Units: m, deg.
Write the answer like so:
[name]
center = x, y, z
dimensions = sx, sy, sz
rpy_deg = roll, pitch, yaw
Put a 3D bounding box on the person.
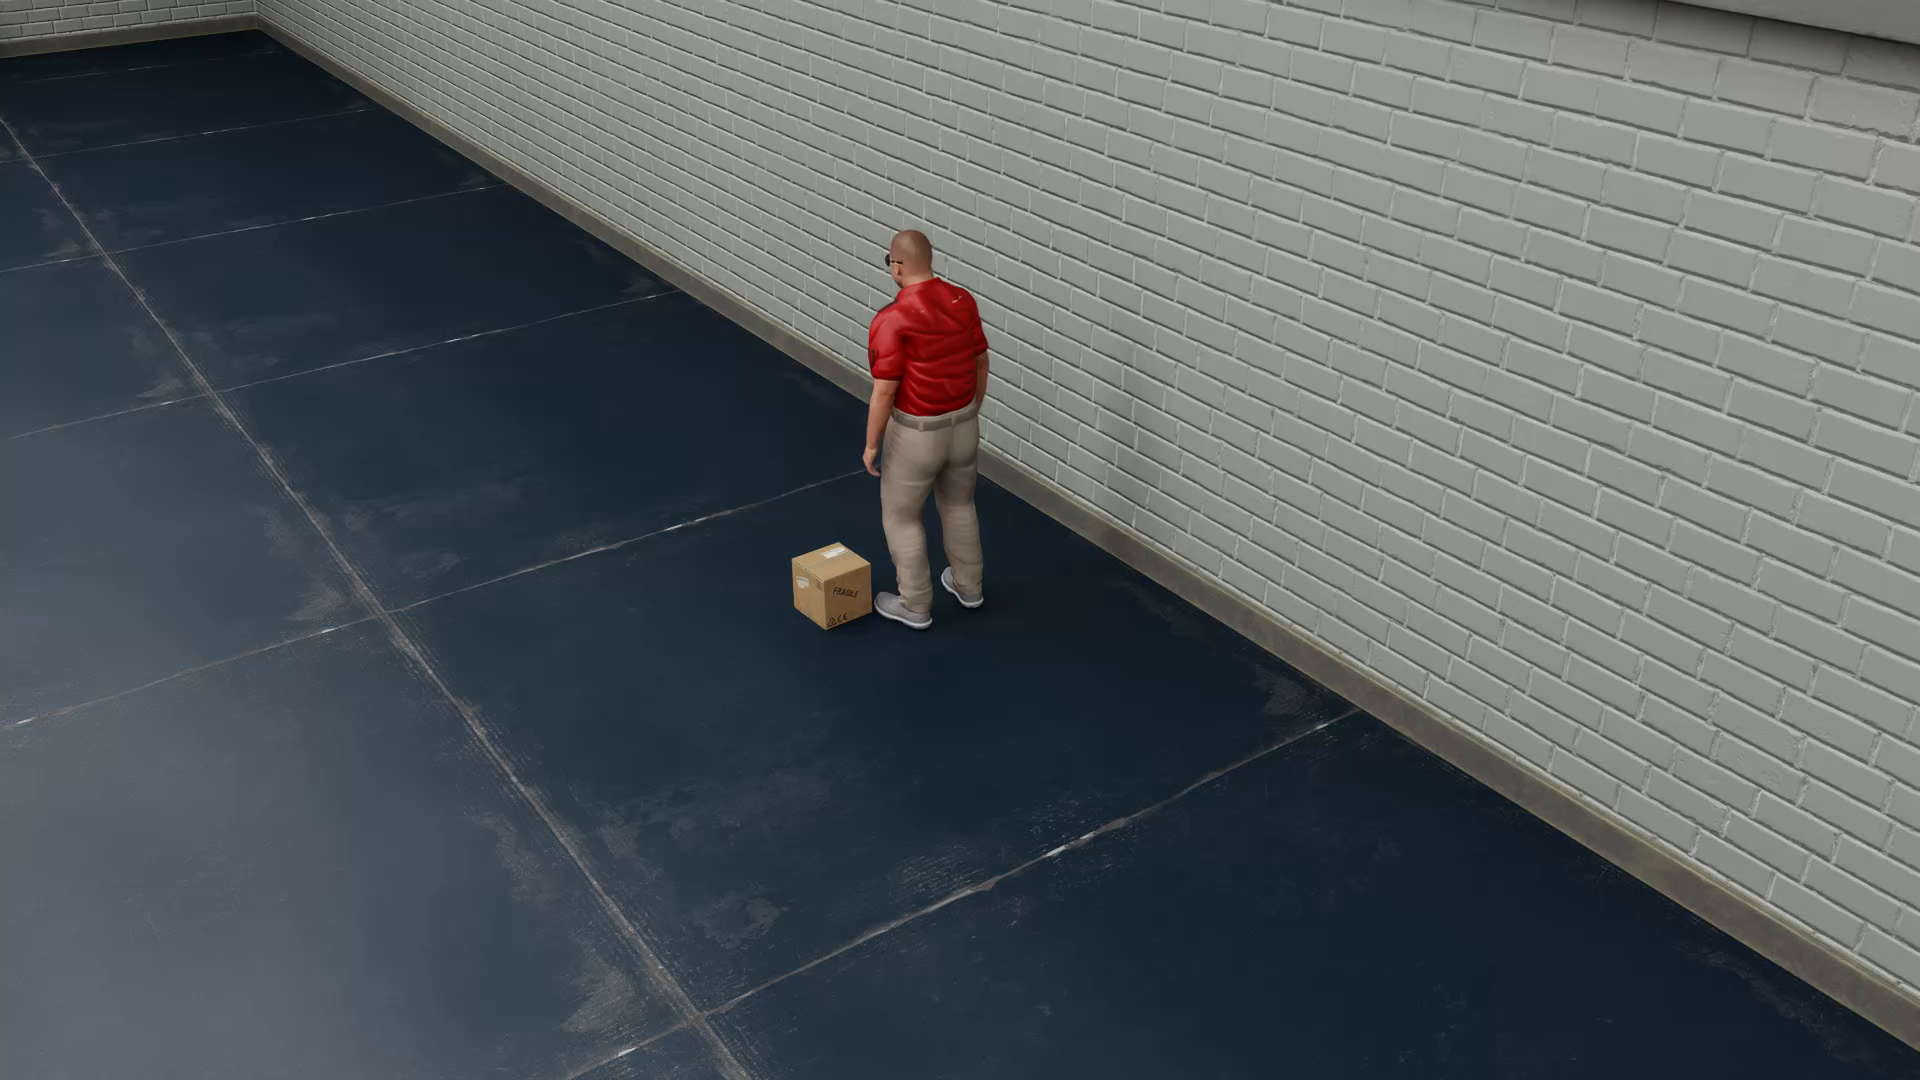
[person]
center = -0.139, -0.449, 6.968
dimensions = 0.596, 1.727, 0.384
rpy_deg = -20, 34, -32
